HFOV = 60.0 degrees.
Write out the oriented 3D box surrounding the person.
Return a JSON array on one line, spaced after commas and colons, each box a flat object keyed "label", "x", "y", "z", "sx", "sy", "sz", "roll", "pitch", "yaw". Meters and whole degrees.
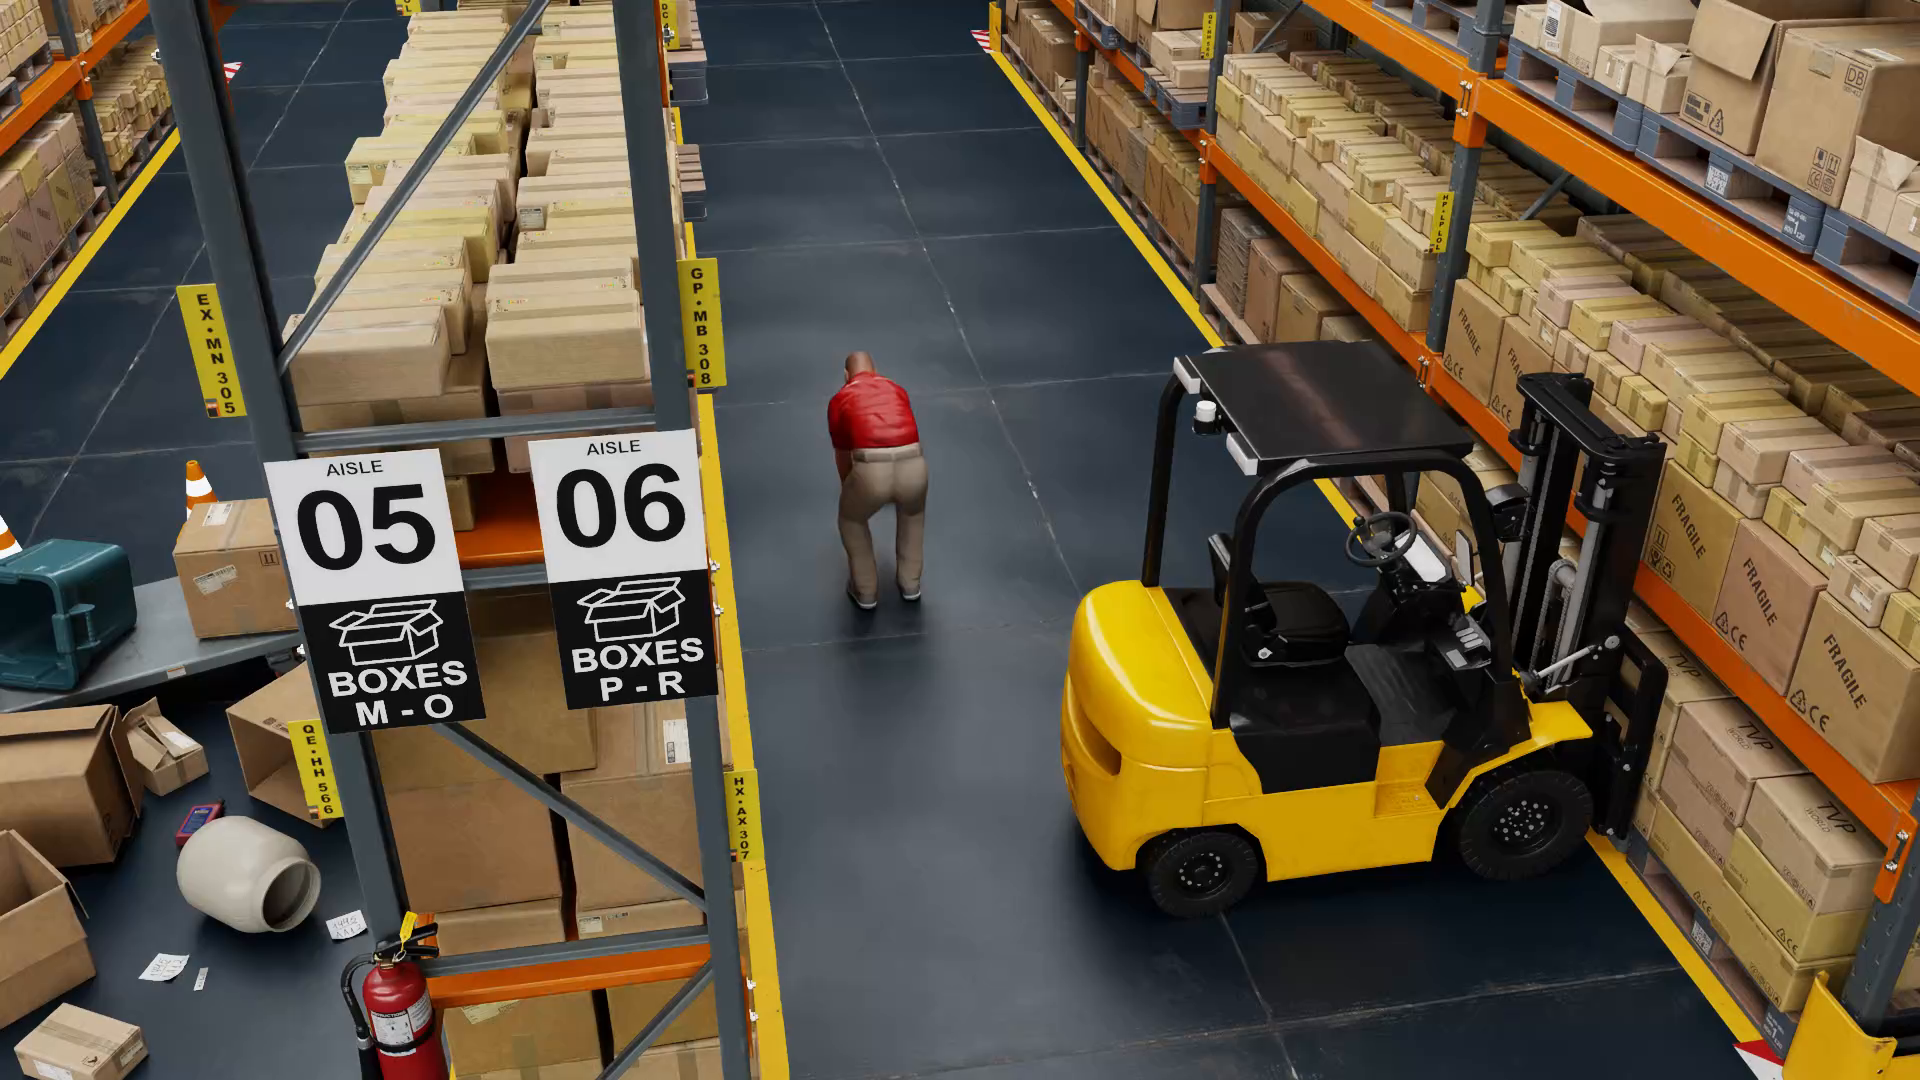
[{"label": "person", "x": -0.458, "y": -0.324, "z": 9.187, "sx": 0.496, "sy": 1.243, "sz": 0.916, "roll": -8, "pitch": 31, "yaw": -13}]
